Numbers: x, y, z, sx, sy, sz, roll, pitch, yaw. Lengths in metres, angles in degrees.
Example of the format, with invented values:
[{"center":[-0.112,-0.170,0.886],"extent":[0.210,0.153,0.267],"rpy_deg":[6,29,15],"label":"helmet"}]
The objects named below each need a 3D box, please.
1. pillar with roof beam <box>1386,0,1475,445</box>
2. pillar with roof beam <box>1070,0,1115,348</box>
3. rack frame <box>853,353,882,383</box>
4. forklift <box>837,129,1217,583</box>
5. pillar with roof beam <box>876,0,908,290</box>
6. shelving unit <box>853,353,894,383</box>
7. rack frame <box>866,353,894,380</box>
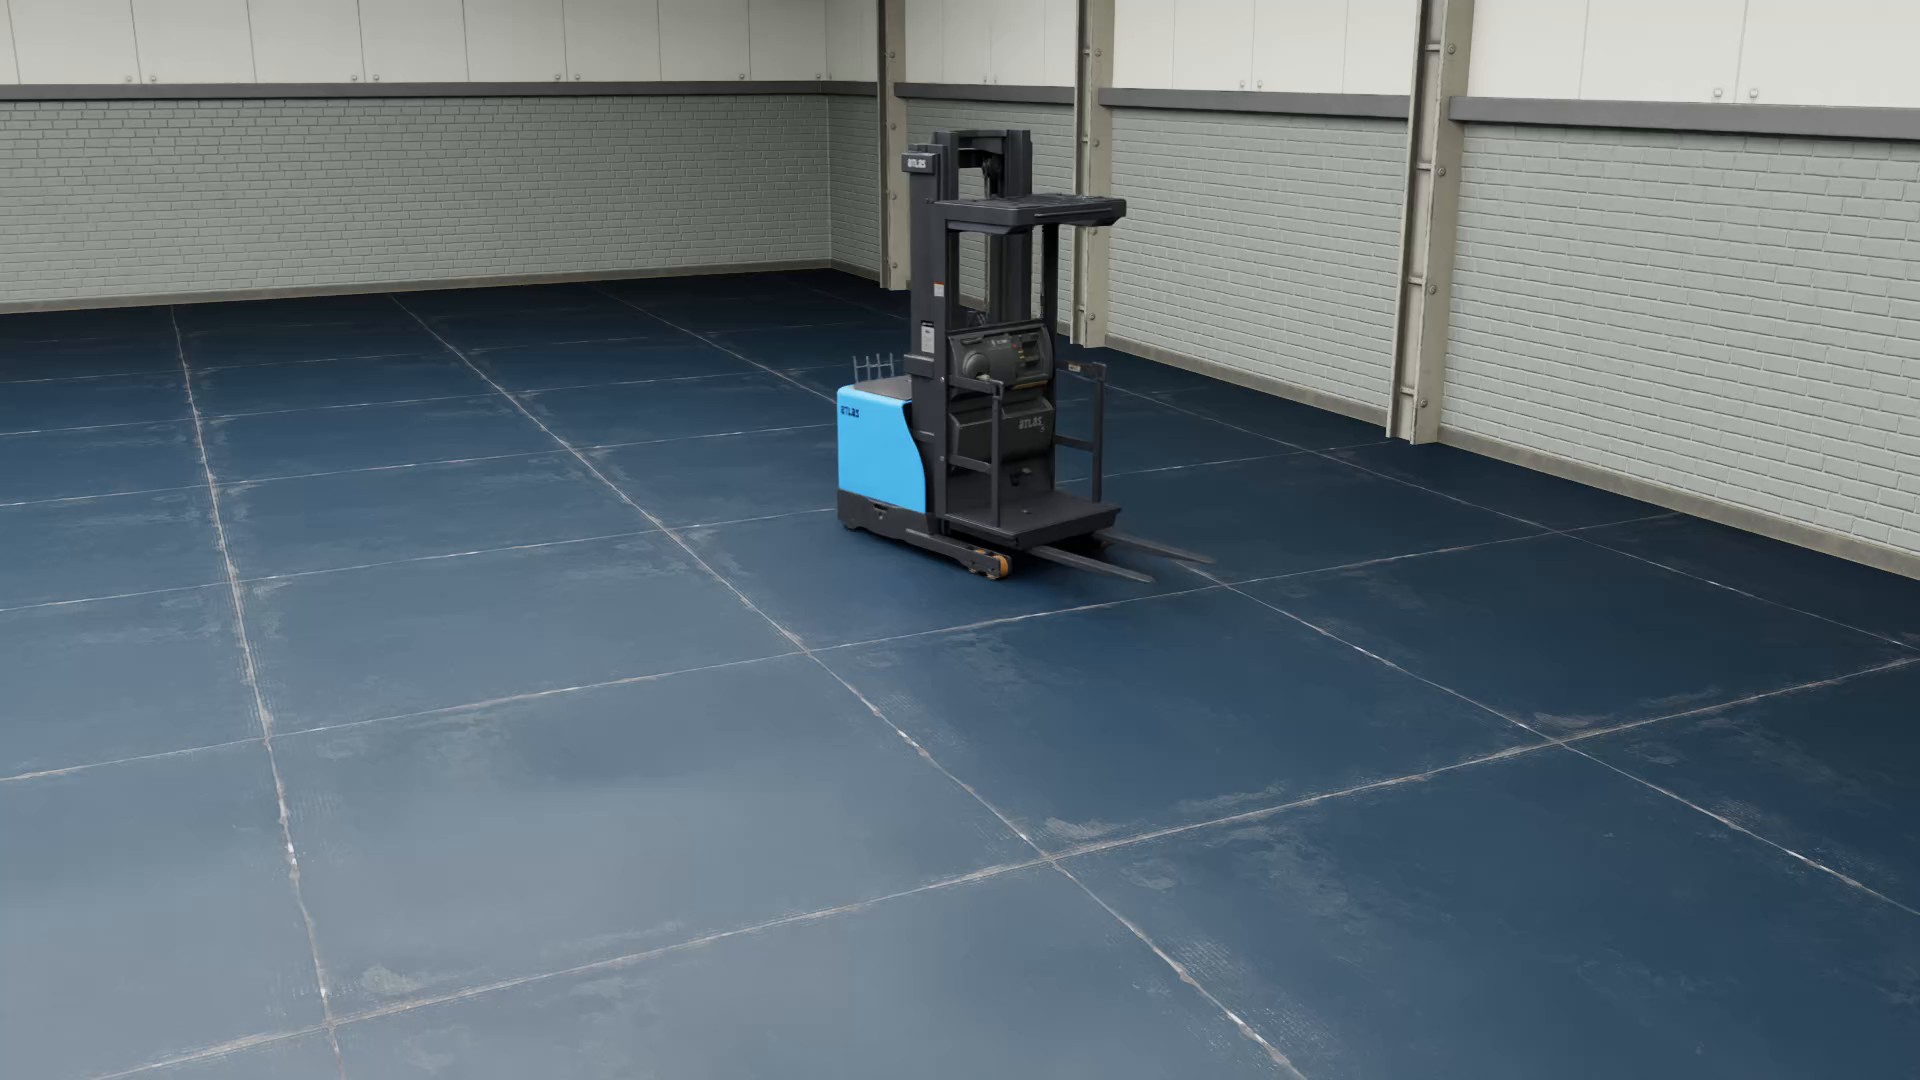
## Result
[{"center":[0.358,-4.751,12.492],"extent":[9.100,9.000,0.400],"rpy_deg":[-8,18,-25],"label":"pillar with roof beam"},{"center":[-2.270,-6.239,17.676],"extent":[9.100,9.000,0.400],"rpy_deg":[-8,18,-25],"label":"pillar with roof beam"},{"center":[-0.677,-0.855,13.078],"extent":[0.240,1.200,0.006],"rpy_deg":[-12,11,-35],"label":"rack frame"},{"center":[0.432,-1.299,11.462],"extent":[1.130,2.935,3.031],"rpy_deg":[-14,21,-40],"label":"forklift"},{"center":[-4.899,-7.726,22.861],"extent":[9.100,9.000,0.400],"rpy_deg":[-8,18,-25],"label":"pillar with roof beam"},{"center":[-0.623,-0.848,13.004],"extent":[0.258,1.200,0.189],"rpy_deg":[-12,11,-35],"label":"shelving unit"},{"center":[-0.569,-0.842,12.930],"extent":[0.240,1.200,0.006],"rpy_deg":[-12,11,-35],"label":"rack frame"}]
